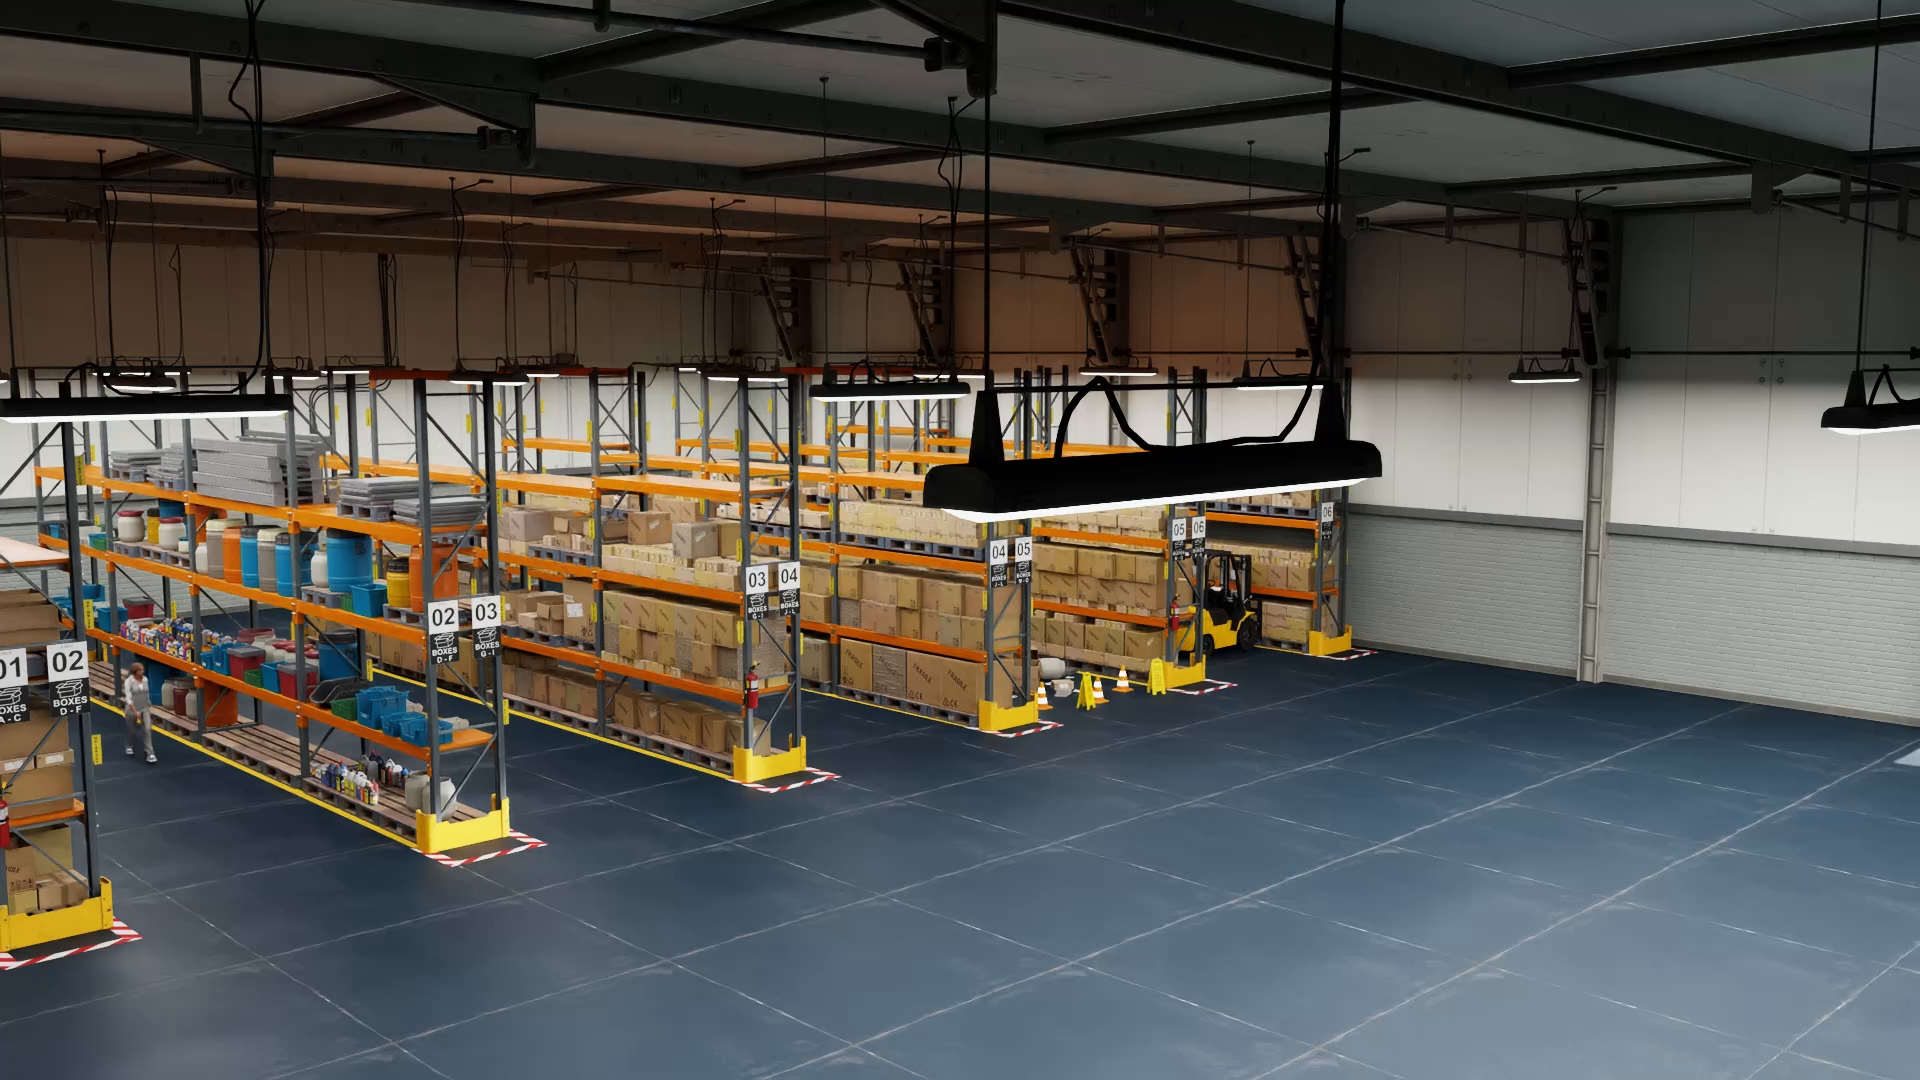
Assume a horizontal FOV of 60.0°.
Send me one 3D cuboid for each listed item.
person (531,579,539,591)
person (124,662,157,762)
[{"bbox_3d":[-8.970,1.618,34.620,0.541,1.656,0.544,4,8,32],"label":"person"},{"bbox_3d":[-12.743,2.762,25.865,0.964,1.299,0.404,6,9,43],"label":"person"}]
